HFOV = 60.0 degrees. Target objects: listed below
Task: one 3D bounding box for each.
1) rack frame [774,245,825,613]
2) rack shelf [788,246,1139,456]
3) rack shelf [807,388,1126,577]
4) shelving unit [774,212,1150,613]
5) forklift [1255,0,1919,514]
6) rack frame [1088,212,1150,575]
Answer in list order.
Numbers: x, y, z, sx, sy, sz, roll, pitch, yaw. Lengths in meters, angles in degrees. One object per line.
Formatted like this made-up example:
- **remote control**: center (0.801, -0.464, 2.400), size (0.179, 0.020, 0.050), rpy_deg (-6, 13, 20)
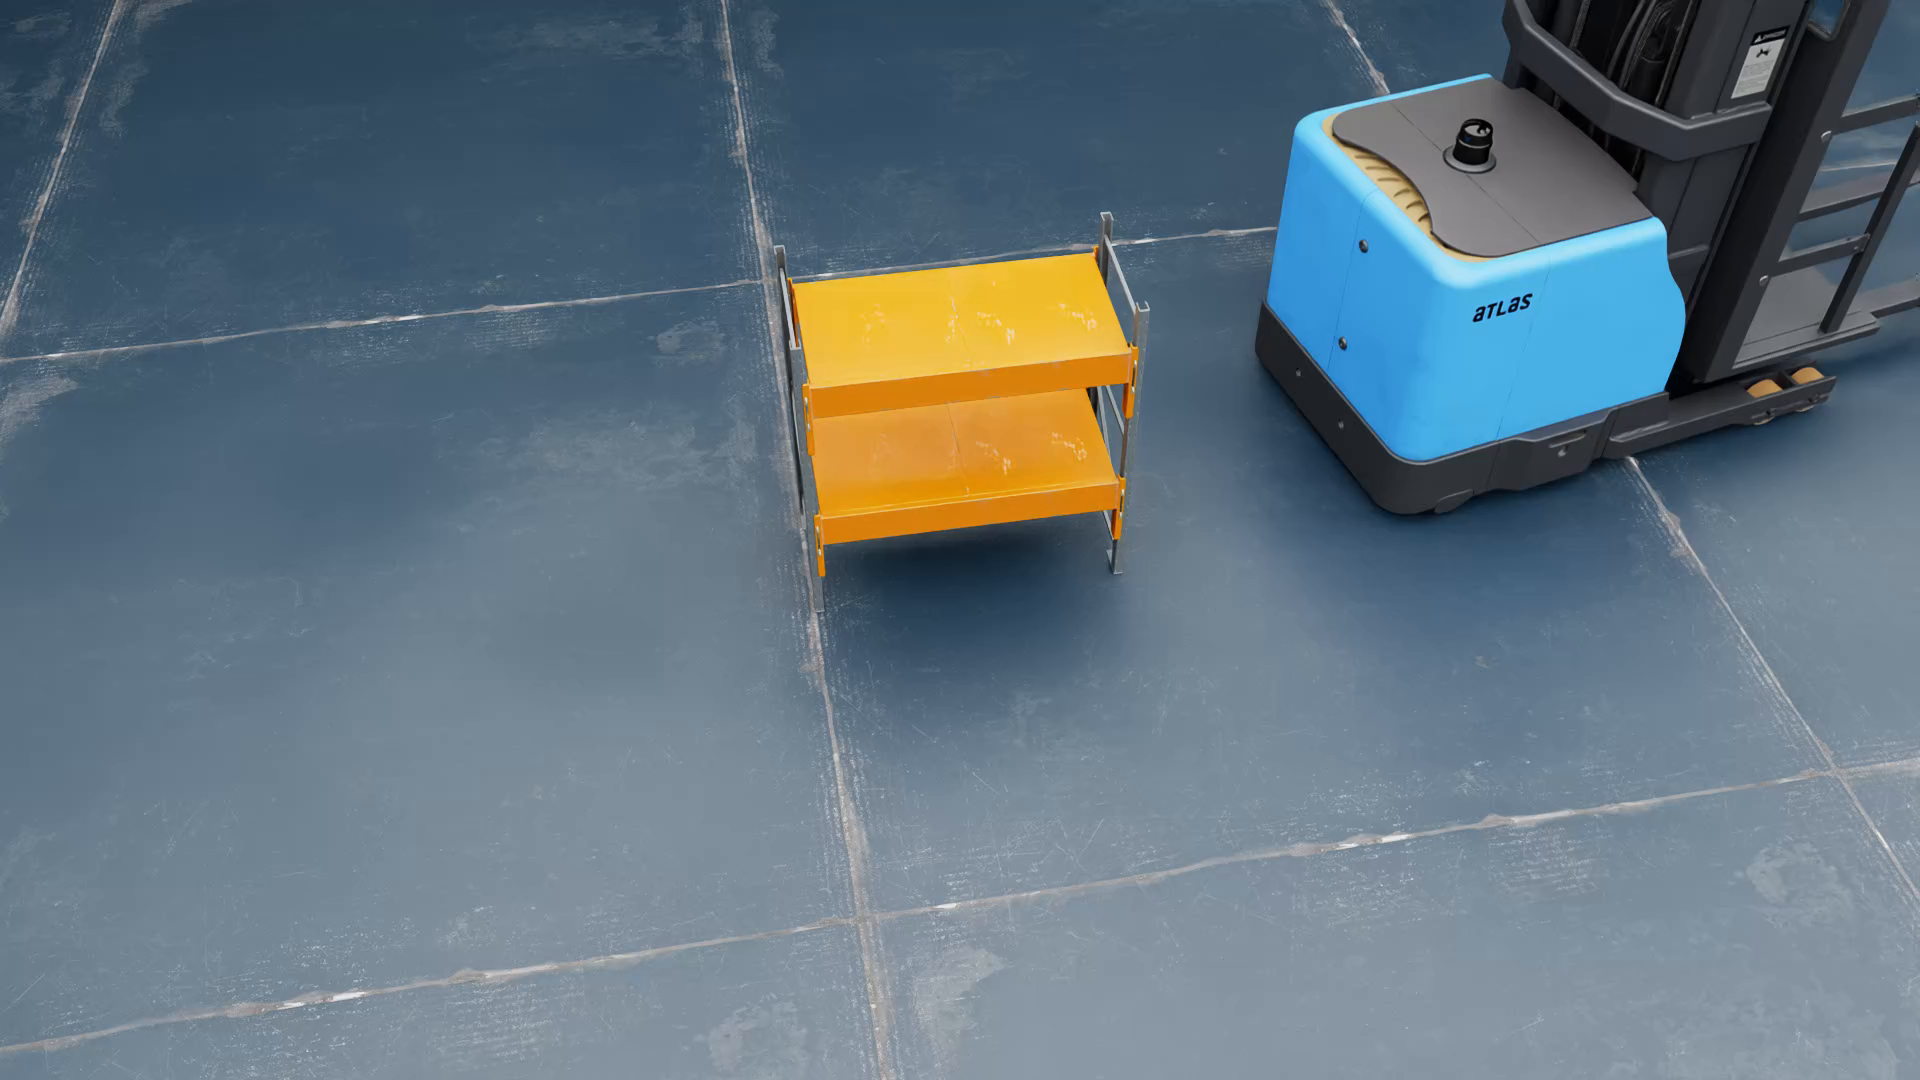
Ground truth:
- **rack frame**: center (-0.508, -0.327, 5.284), size (0.032, 1.125, 0.500), rpy_deg (-7, 46, -7)
- **rack shelf**: center (-0.007, -0.593, 5.133), size (1.000, 0.278, 0.538), rpy_deg (-7, 46, -7)
- **rack shelf**: center (-0.007, -0.220, 5.520), size (1.000, 0.278, 0.538), rpy_deg (-7, 46, -7)
- **shelving unit**: center (-0.007, -0.389, 5.344), size (1.048, 1.125, 0.538), rpy_deg (-7, 46, -7)
- **forklift**: center (2.695, -1.783, 5.433), size (3.031, 2.935, 1.130), rpy_deg (-16, 48, -15)
- **rack frame**: center (0.494, -0.452, 5.404), size (0.032, 1.125, 0.500), rpy_deg (-7, 46, -7)
